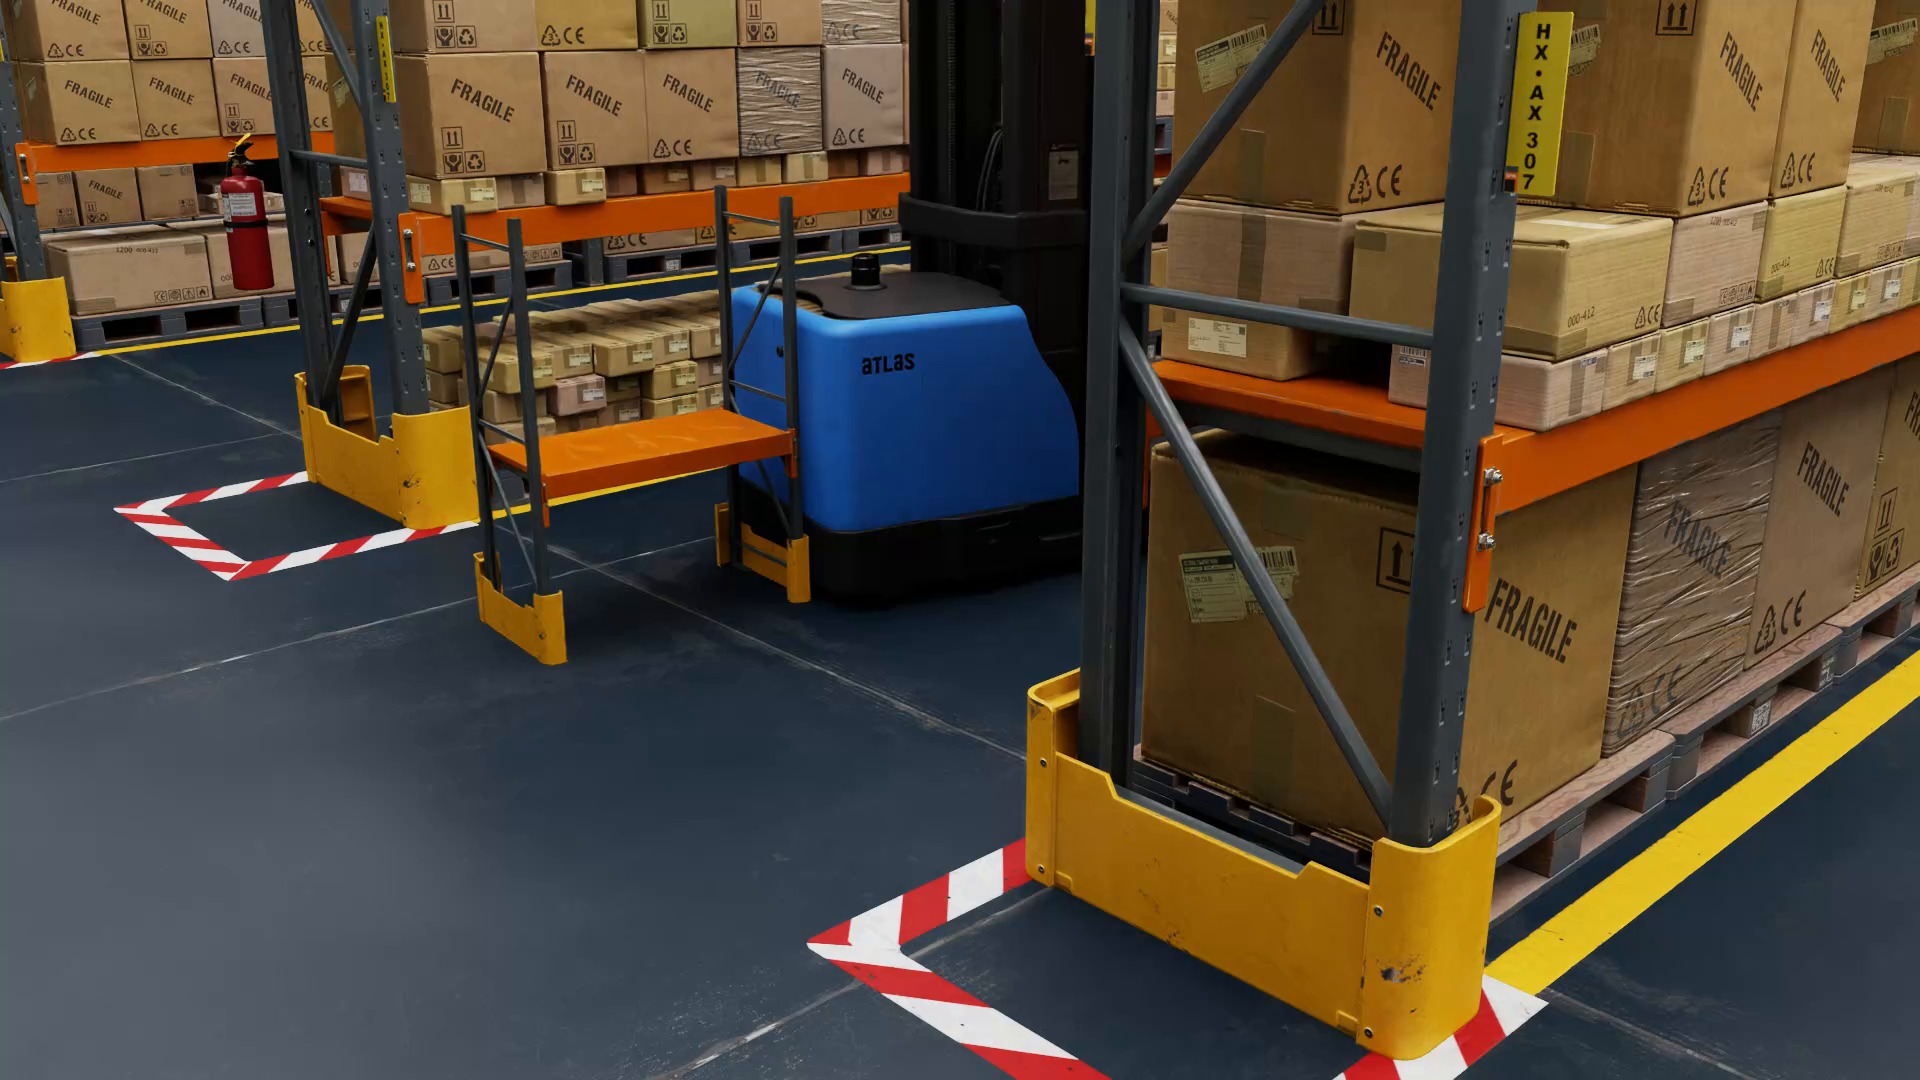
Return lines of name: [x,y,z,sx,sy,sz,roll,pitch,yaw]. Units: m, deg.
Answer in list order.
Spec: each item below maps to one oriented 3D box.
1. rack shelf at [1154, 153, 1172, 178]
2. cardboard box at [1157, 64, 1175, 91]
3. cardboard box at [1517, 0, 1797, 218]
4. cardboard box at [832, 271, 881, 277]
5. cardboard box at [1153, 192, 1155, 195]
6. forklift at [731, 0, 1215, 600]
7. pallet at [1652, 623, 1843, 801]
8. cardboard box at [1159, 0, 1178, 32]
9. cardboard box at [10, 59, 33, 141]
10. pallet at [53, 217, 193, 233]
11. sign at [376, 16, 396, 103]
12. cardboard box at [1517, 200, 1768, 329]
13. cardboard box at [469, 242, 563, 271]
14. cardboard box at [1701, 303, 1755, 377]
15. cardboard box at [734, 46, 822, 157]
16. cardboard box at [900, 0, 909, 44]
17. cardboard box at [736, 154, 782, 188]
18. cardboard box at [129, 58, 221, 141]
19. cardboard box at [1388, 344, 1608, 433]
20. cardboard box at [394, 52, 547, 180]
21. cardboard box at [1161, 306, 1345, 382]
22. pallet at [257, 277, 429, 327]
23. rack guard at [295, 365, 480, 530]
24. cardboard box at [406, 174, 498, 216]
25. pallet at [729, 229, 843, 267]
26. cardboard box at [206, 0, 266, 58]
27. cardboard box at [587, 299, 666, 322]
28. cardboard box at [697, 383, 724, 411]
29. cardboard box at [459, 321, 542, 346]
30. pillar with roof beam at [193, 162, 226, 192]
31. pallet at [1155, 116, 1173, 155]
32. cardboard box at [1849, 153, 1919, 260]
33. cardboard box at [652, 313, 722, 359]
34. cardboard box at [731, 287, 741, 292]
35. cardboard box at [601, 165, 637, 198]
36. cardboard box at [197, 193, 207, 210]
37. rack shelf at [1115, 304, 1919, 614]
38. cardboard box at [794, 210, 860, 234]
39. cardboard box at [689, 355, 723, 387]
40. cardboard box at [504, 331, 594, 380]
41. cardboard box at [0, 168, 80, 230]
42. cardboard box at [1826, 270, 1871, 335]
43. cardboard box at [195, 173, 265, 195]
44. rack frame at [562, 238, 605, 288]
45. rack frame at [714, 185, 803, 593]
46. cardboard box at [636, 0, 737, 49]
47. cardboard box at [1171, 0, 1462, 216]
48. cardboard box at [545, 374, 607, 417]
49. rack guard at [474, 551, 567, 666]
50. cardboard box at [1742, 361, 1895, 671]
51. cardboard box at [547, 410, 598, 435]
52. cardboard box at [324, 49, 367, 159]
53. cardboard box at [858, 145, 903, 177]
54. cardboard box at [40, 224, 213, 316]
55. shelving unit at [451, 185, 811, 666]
rack shelf: [1.713,-2.540,11.123,4.000,0.370,1.077,-16,24,-41]
cardboard box: [1.048,-2.716,9.743,0.250,0.149,0.380,-17,24,-42]
cardboard box: [1.585,-1.052,3.911,0.500,0.500,0.500,-17,25,-42]
cardboard box: [-0.524,-1.449,9.567,0.250,0.149,0.380,-17,24,-42]
cardboard box: [1.009,-2.147,10.898,0.500,0.250,0.500,-15,23,-38]
forklift: [0.609,-1.483,6.808,3.031,2.935,1.130,-10,20,-28]
pallet: [2.101,0.404,5.396,1.213,0.211,1.003,-16,24,-41]
cardboard box: [2.060,-5.376,17.377,0.500,0.500,0.500,-16,24,-41]
cardboard box: [-5.953,-2.908,10.928,0.500,0.500,0.500,-16,24,-41]
pallet: [-8.014,-2.926,15.669,1.213,0.211,1.003,-16,24,-41]
sign: [-2.274,-1.901,6.582,0.005,0.325,0.100,-16,24,-41]
cardboard box: [1.595,-0.701,4.045,0.500,0.250,0.500,-17,24,-41]
cardboard box: [-3.745,-2.419,13.054,0.875,0.438,0.875,-17,24,-42]
cardboard box: [1.732,-0.524,4.146,0.250,0.149,0.380,-17,24,-42]
cardboard box: [-1.029,-2.163,8.148,0.500,0.500,0.500,-17,25,-42]
cardboard box: [-0.268,-2.852,8.653,0.500,0.500,0.500,17,25,42]
cardboard box: [-1.088,-1.829,8.169,0.250,0.149,0.380,-15,23,-39]
cardboard box: [-5.227,-2.897,10.895,0.500,0.500,0.500,-17,24,-42]
cardboard box: [1.172,-0.360,3.639,0.250,0.149,0.380,-16,24,-40]
cardboard box: [-2.131,-1.833,7.131,0.500,0.500,0.500,-15,23,-38]
cardboard box: [0.720,-0.508,4.095,0.250,0.149,0.380,-16,24,-40]
pallet: [-4.708,-1.817,12.246,1.213,0.211,1.003,-16,24,-41]
rack guard: [-2.592,-0.438,7.525,0.348,0.500,1.175,-16,24,-41]
cardboard box: [-2.187,-1.487,7.114,0.250,0.149,0.380,-17,24,-41]
pallet: [-1.819,-2.660,14.848,1.213,0.211,1.003,-16,24,-41]
cardboard box: [-4.838,-3.482,11.077,0.500,0.500,0.500,-16,24,-41]
cardboard box: [-1.725,-1.140,8.616,0.250,0.149,0.380,-15,23,-39]
cardboard box: [-1.356,-0.727,8.305,0.250,0.149,0.380,-16,24,-41]
cardboard box: [-2.215,-0.947,8.019,0.250,0.149,0.380,-16,24,-40]
pillar with roof beam: [-4.795,-6.602,12.755,0.400,9.000,9.100,-16,24,-41]
pallet: [0.915,-2.497,10.133,1.213,0.211,1.003,-16,24,-41]
cardboard box: [2.708,-1.025,5.044,0.500,0.250,0.500,-16,24,-40]
cardboard box: [-1.313,-1.010,8.215,0.250,0.149,0.380,-15,23,-39]
cardboard box: [-1.080,-1.277,9.036,0.380,0.149,0.250,17,24,42]
cardboard box: [-1.704,-1.681,7.712,0.250,0.149,0.380,-15,23,-38]
cardboard box: [-7.586,-3.323,16.311,0.250,0.149,0.380,-17,24,-42]
rack shelf: [2.140,-0.560,5.014,4.000,0.370,1.077,-16,24,-41]
cardboard box: [-1.519,-3.267,14.963,0.875,0.875,0.875,-16,24,-40]
cardboard box: [-1.347,-0.874,8.277,0.380,0.149,0.250,16,24,41]
cardboard box: [-1.915,-0.858,7.744,0.250,0.149,0.380,-16,24,-40]
cardboard box: [-8.377,-3.102,15.061,0.500,0.500,0.700,-15,23,-39]
cardboard box: [2.289,-0.686,4.645,0.250,0.149,0.380,-17,25,-42]
cardboard box: [-7.270,-3.492,16.570,0.500,0.311,0.500,-15,23,-39]
rack frame: [-3.215,-3.547,13.060,0.127,3.000,1.000,-16,24,-41]
rack frame: [-0.754,-0.555,6.263,0.032,1.500,0.500,-14,22,-36]
cardboard box: [-1.383,-2.525,7.643,0.500,0.500,0.500,-17,25,-42]
cardboard box: [0.861,-1.067,3.958,0.500,0.500,0.500,-16,24,-40]
cardboard box: [-1.852,-0.695,7.724,0.250,0.149,0.380,-16,24,-41]
rack guard: [-1.553,0.233,5.860,0.087,0.250,0.587,-14,22,-36]
cardboard box: [2.405,-0.202,5.509,0.875,0.875,0.875,-16,24,-41]
cardboard box: [-1.913,-0.568,7.814,0.250,0.149,0.380,-16,24,-41]
cardboard box: [-2.497,-1.953,7.501,0.500,0.500,0.500,-16,24,-40]
cardboard box: [-0.516,-1.991,8.668,0.380,0.149,0.250,17,24,41]
cardboard box: [-5.711,-1.842,11.277,0.875,0.438,0.875,17,24,42]
shelving unit: [-1.161,-0.456,5.959,1.083,1.500,0.587,-14,22,-36]
